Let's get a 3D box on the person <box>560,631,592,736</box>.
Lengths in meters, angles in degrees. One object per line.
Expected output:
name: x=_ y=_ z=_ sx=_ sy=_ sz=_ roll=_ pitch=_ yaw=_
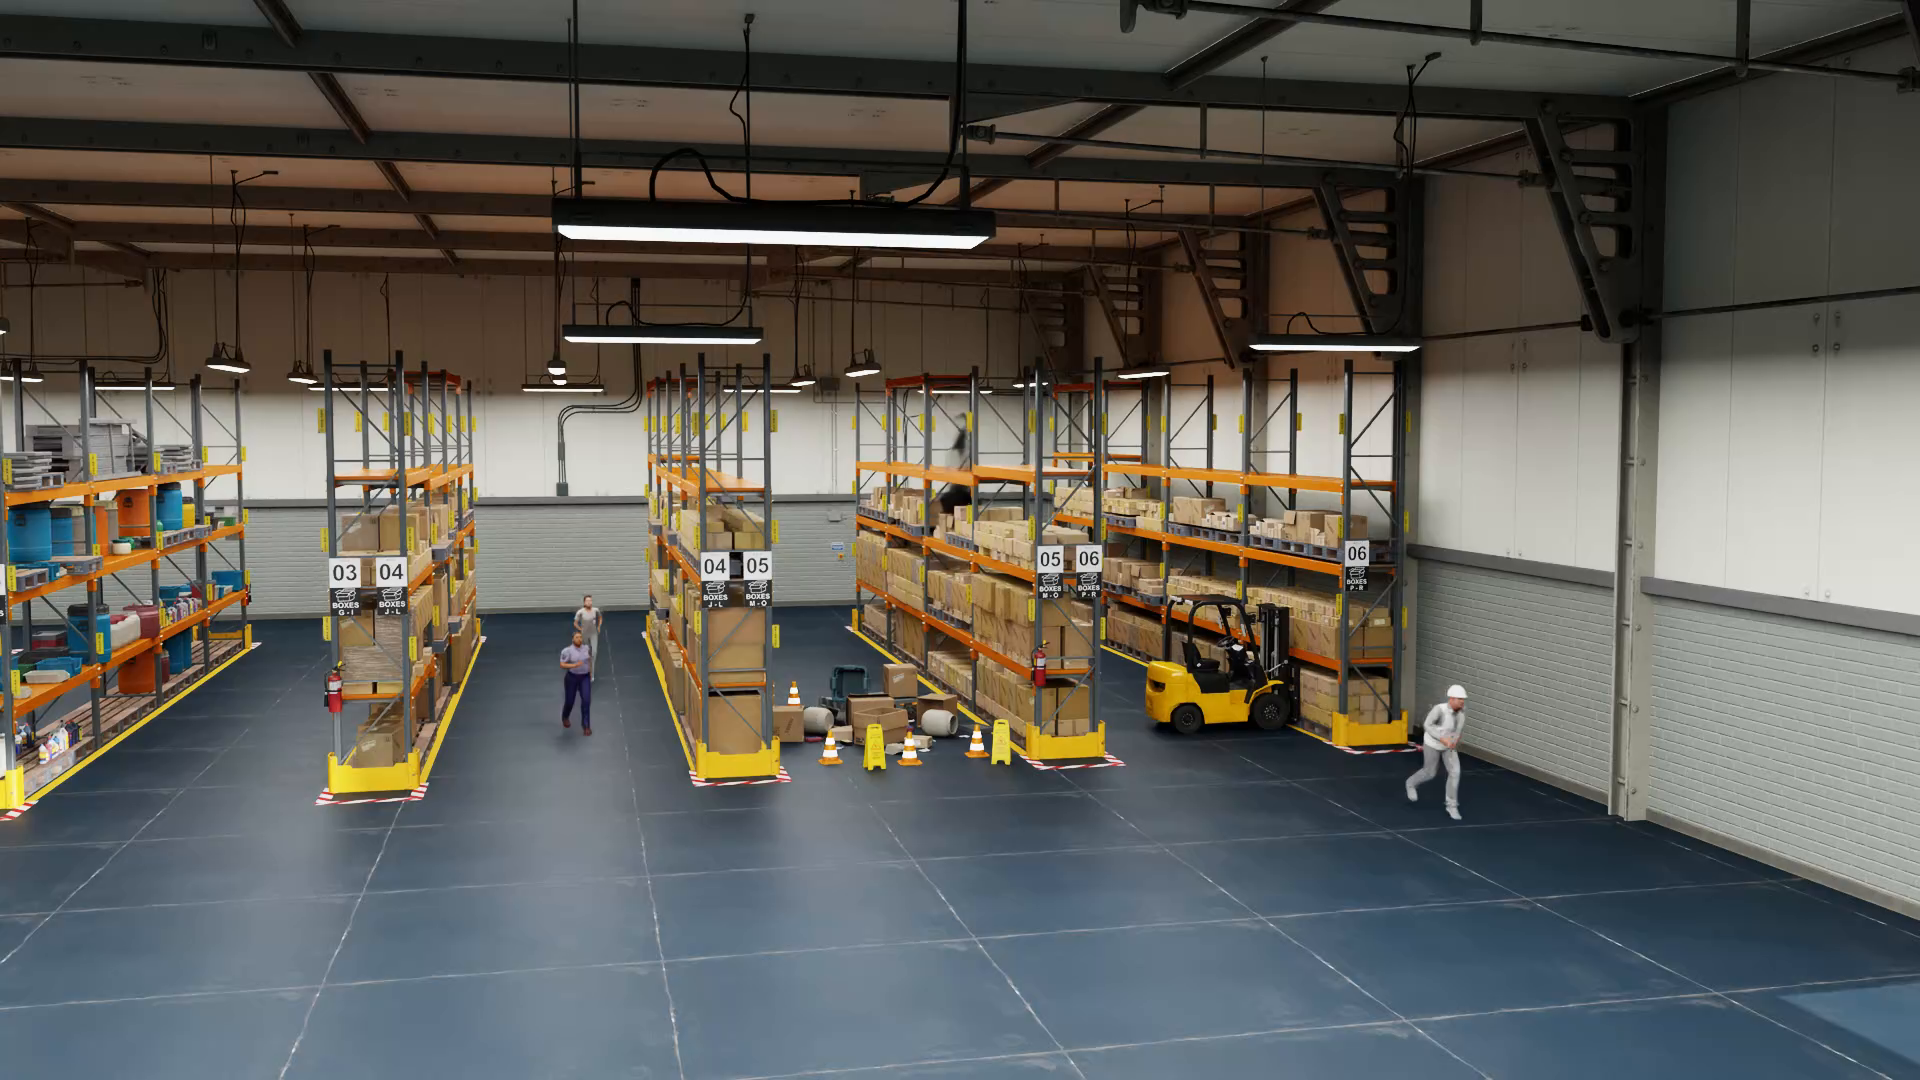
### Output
person: x=-6.207 y=2.285 z=26.917 sx=0.598 sy=1.652 sz=0.933 roll=-2 pitch=5 yaw=-32

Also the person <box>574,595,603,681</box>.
person: x=-7.336 y=1.917 z=32.857 sx=0.575 sy=1.668 sz=0.796 roll=-2 pitch=4 yaw=-21

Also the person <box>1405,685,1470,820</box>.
person: x=6.161 y=2.681 z=21.471 sx=0.696 sy=1.731 sz=1.045 roll=-2 pitch=5 yaw=-29
